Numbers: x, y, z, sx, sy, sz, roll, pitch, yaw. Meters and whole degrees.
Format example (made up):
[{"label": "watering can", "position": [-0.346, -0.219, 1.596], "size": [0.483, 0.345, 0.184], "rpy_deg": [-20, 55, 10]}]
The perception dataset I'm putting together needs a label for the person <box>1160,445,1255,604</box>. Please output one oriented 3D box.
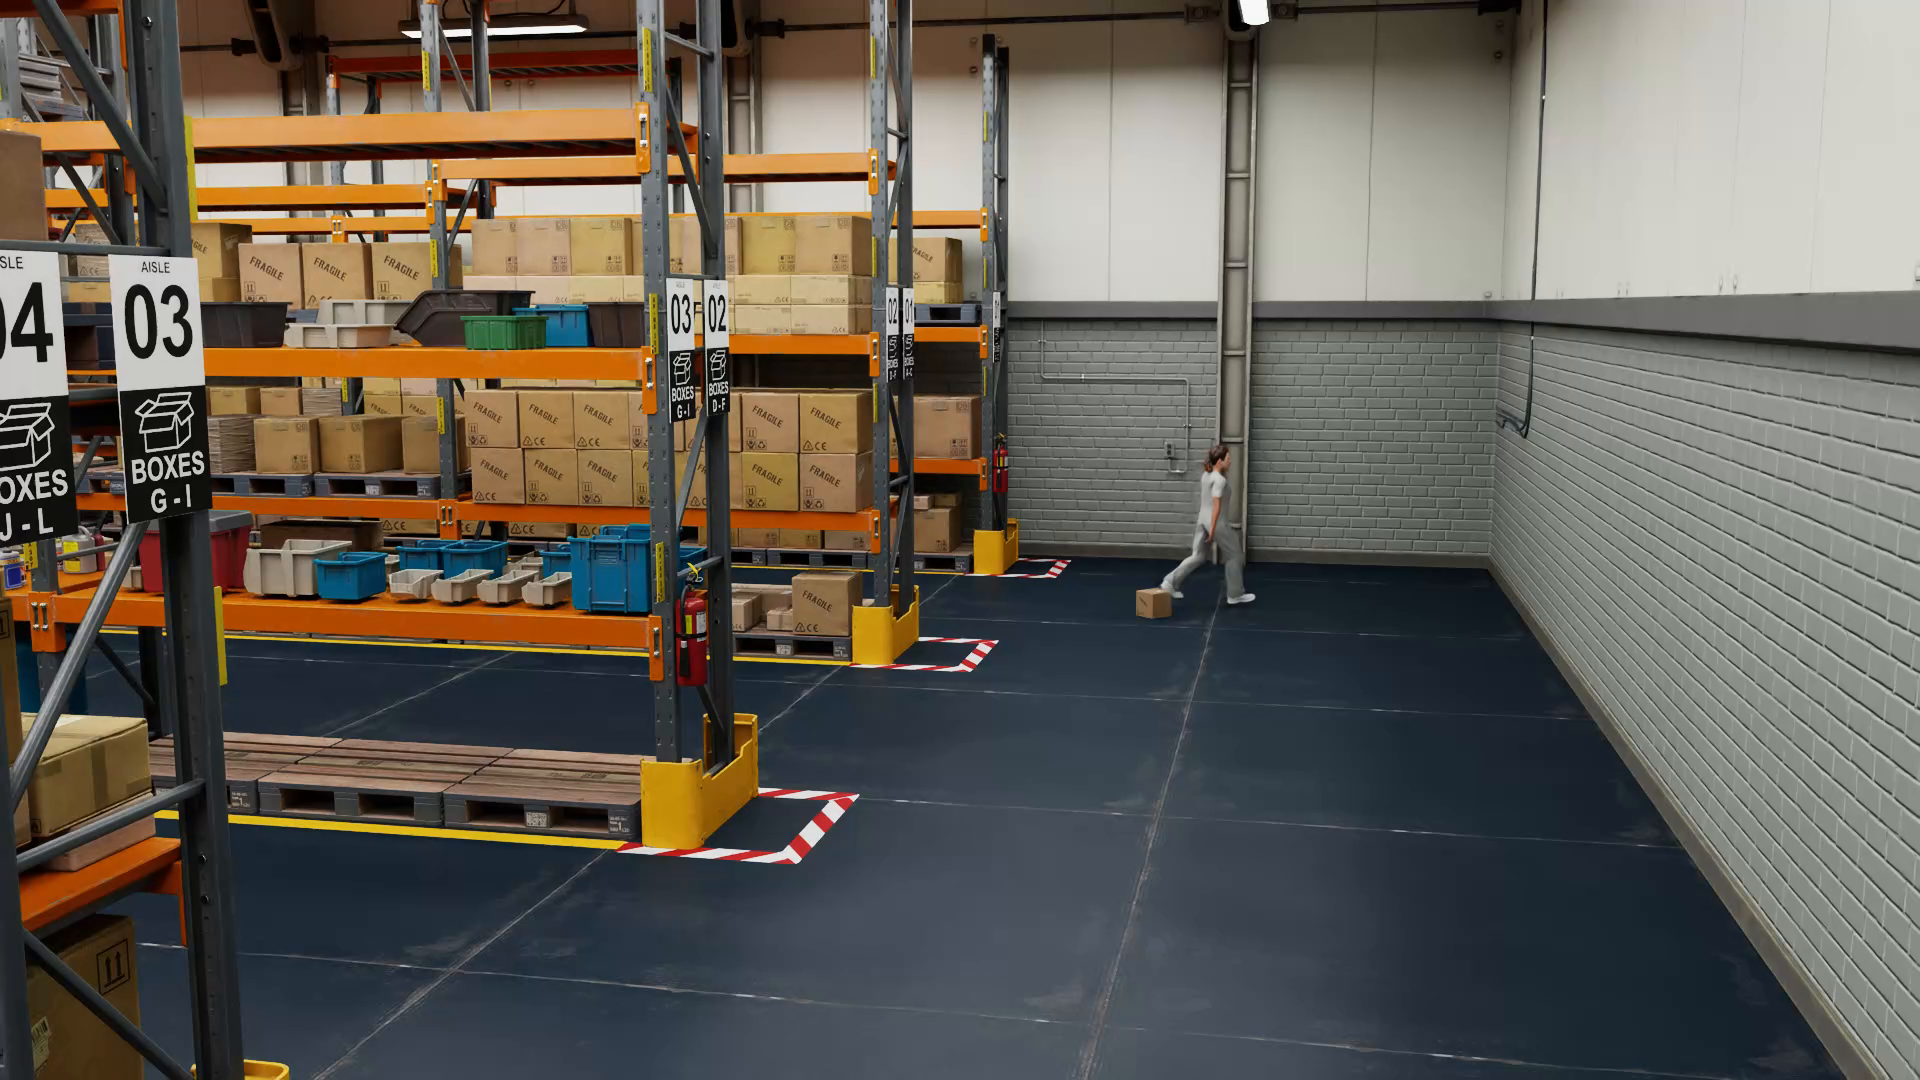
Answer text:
[{"label": "person", "position": [2.533, -0.150, 16.872], "size": [1.018, 1.623, 0.450], "rpy_deg": [-3, 9, -21]}]
